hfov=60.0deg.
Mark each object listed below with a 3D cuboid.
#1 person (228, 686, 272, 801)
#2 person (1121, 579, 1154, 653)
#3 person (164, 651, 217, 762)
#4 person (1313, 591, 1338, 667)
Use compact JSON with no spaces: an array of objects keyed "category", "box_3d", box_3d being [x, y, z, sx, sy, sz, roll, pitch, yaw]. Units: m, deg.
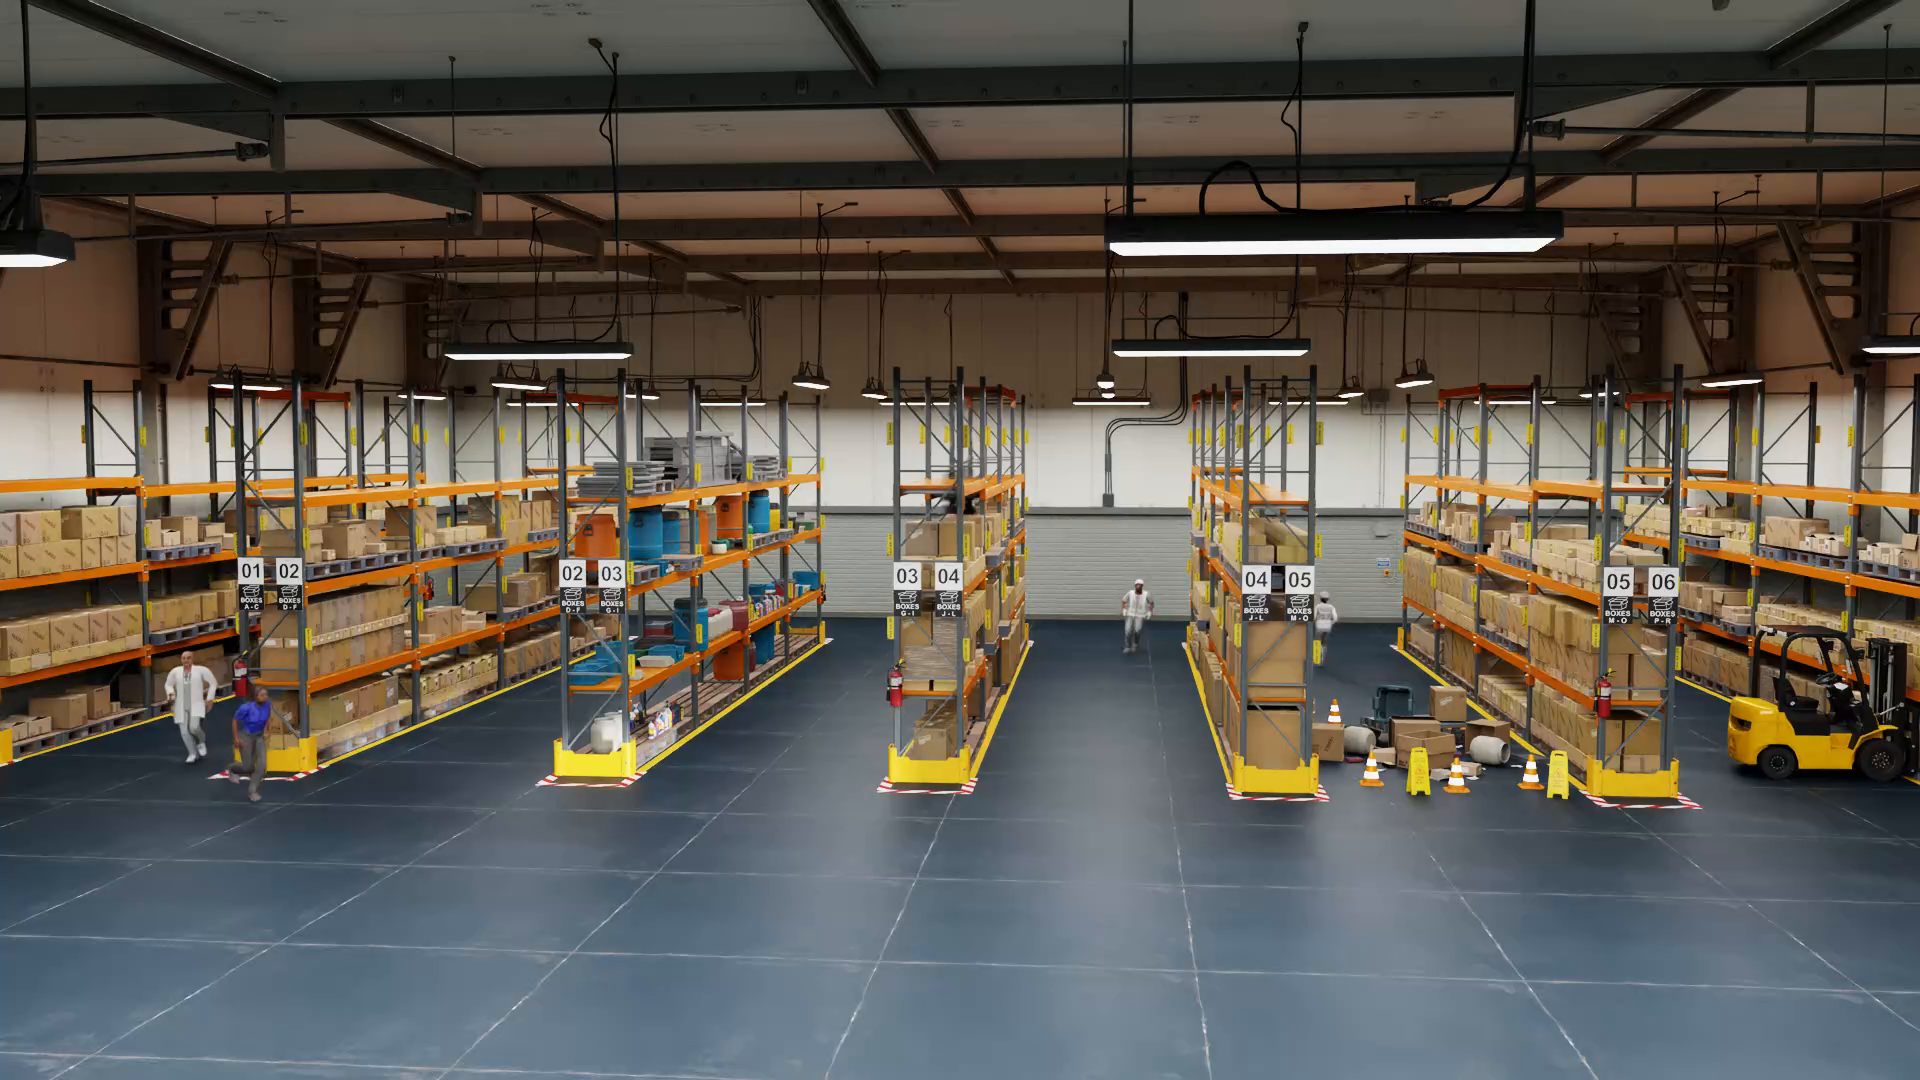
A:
[{"category":"person","box_3d":[-9.862,2.799,23.083,0.793,1.598,0.567,2,4,28]},{"category":"person","box_3d":[4.060,1.759,38.234,0.743,1.717,0.551,1,4,12]},{"category":"person","box_3d":[-11.815,2.561,25.482,0.729,1.727,0.631,-1,4,-10]},{"category":"person","box_3d":[7.889,1.933,36.102,0.599,1.652,0.544,0,4,-2]}]
